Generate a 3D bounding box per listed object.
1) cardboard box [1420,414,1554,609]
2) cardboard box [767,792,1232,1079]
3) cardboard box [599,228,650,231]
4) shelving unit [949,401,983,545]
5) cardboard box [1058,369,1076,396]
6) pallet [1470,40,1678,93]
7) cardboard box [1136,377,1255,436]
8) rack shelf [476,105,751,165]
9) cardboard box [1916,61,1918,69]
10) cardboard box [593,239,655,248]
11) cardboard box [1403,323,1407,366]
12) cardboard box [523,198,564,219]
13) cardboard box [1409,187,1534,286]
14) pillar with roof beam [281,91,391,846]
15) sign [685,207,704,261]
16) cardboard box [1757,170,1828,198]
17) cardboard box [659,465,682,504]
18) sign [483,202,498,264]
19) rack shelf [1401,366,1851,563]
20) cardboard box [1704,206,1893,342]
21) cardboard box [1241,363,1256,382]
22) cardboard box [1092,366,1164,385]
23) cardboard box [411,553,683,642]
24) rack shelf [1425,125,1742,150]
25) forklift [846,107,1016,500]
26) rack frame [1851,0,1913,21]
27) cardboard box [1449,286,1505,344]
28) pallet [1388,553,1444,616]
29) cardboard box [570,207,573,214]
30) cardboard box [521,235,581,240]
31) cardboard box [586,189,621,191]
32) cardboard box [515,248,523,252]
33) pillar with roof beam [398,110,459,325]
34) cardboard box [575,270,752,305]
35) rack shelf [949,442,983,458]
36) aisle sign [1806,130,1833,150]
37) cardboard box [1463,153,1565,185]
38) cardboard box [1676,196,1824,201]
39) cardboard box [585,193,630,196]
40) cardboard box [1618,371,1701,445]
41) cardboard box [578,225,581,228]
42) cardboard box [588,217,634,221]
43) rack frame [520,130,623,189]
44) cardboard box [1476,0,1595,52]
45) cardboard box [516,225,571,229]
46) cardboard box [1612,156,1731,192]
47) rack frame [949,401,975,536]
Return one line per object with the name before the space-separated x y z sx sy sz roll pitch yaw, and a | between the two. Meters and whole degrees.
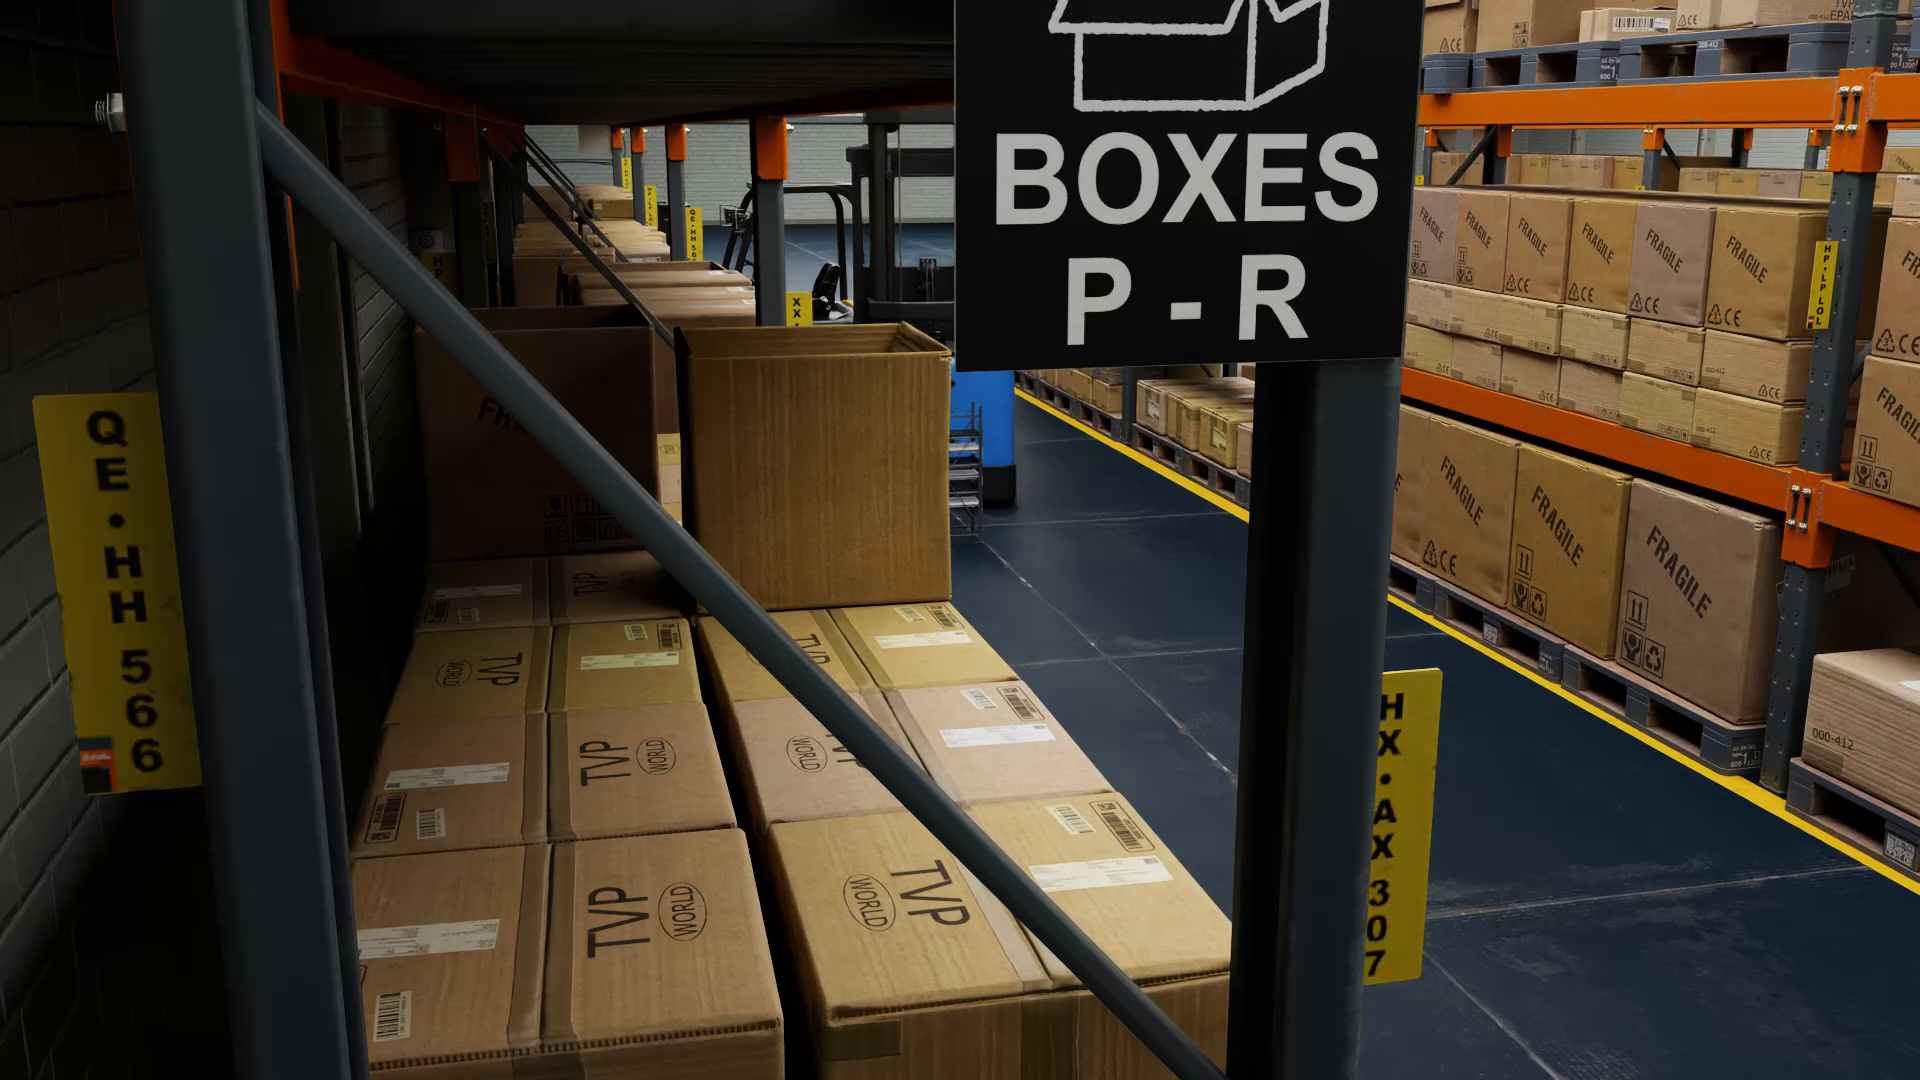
cardboard box | 3.118 -0.190 8.978 0.875 0.875 0.875 -3 14 -13
cardboard box | 0.041 0.543 2.072 0.500 0.250 0.500 -3 14 -13
cardboard box | -2.361 -2.096 11.608 0.380 0.149 0.250 -4 14 -15
shelving unit | 0.002 -0.435 10.813 0.258 0.900 0.210 -3 14 -13
cardboard box | 1.242 -1.541 15.822 0.500 0.250 0.500 -3 14 -12
pallet | 3.299 -2.350 8.305 1.003 0.211 1.213 -3 14 -11
cardboard box | 2.017 -1.118 13.834 0.950 0.372 0.625 -3 14 -12
rack shelf | -1.523 -1.757 6.995 1.077 0.370 4.000 -3 14 -13
cardboard box | 7.082 -3.578 12.026 0.500 0.311 0.500 -3 14 -13
cardboard box | -2.093 -1.800 10.396 0.380 0.149 0.250 -3 14 -13
cardboard box | 2.701 -1.189 9.788 0.500 0.250 0.500 -4 14 -14
cardboard box | -3.301 -2.599 13.039 0.380 0.149 0.250 -3 14 -13
cardboard box | 2.835 -1.681 9.171 0.500 0.500 0.500 -3 14 -13
pillar with roof beam | 2.418 -3.131 4.784 9.100 9.000 0.400 -3 14 -13
sign | -1.468 -1.667 9.158 0.100 0.325 0.005 -3 14 -13
cardboard box | 7.043 -2.795 13.731 0.700 0.500 0.500 -3 14 -13
cardboard box | -0.565 -0.041 4.464 0.500 0.250 0.500 -3 14 -13
sign | -2.532 -1.642 8.886 0.100 0.325 0.005 -3 14 -13
rack shelf | 3.301 -0.578 8.486 1.077 0.370 4.000 -3 14 -13
cardboard box | 3.421 -1.089 6.747 0.500 0.500 0.500 -3 14 -11
cardboard box | 2.962 -1.421 15.685 0.500 0.500 0.500 7 15 26
cardboard box | 1.492 -1.665 14.752 0.500 0.500 0.500 -3 14 -14
cardboard box | -0.834 0.218 3.405 0.500 0.250 0.500 -3 14 -13
rack shelf | 6.210 -4.179 16.909 1.077 0.370 4.000 -3 14 -13
forklift | -0.297 -1.984 12.871 1.130 2.935 3.031 -2 14 -7
rack frame | 3.770 -3.380 5.801 1.000 3.000 0.127 -3 14 -13
cardboard box | 2.935 -1.193 8.752 0.500 0.250 0.500 -3 14 -13
pallet | 2.943 0.152 9.859 1.003 0.211 1.213 -3 14 -13
cardboard box | -3.872 -3.115 15.780 0.380 0.149 0.250 -4 14 -14
cardboard box | -2.646 -1.891 10.771 0.380 0.149 0.250 -3 14 -12
cardboard box | -3.252 -3.164 15.354 0.380 0.149 0.250 -3 14 -12
cardboard box | -2.436 -1.592 9.547 0.380 0.149 0.250 -3 14 -12
pillar with roof beam | 1.009 -4.516 10.449 9.100 9.000 0.400 -3 14 -13
cardboard box | -1.256 -0.865 7.053 0.700 0.500 0.500 -3 14 -13
rack shelf | 0.002 -0.578 10.778 0.258 0.077 0.200 -3 14 -13
aisle sign | 10.279 -5.047 19.786 0.394 0.787 0.004 -3 14 -13
cardboard box | 6.008 -3.921 18.065 0.875 0.550 0.550 -3 14 -13
cardboard box | 3.685 -1.349 7.811 0.500 0.500 0.500 -4 14 -15
cardboard box | -2.985 -2.869 14.146 0.380 0.149 0.250 -4 14 -14
cardboard box | 3.301 -0.600 7.378 0.500 0.250 0.500 -3 14 -14
cardboard box | -3.139 -2.552 14.843 0.500 0.500 0.500 -3 14 -13
cardboard box | -2.752 -2.485 13.203 0.380 0.149 0.250 -4 14 -14
rack frame | -3.872 -2.956 16.708 1.000 3.000 0.127 -3 14 -13
cardboard box | 3.248 -2.880 8.980 0.700 0.500 0.500 -4 14 -16
cardboard box | -2.989 -2.182 11.960 0.380 0.149 0.250 -3 14 -13
cardboard box | 6.626 -3.295 15.502 0.875 0.550 0.550 -3 14 -13
rack frame | -0.022 -0.459 10.909 0.240 0.900 0.006 -3 14 -13
